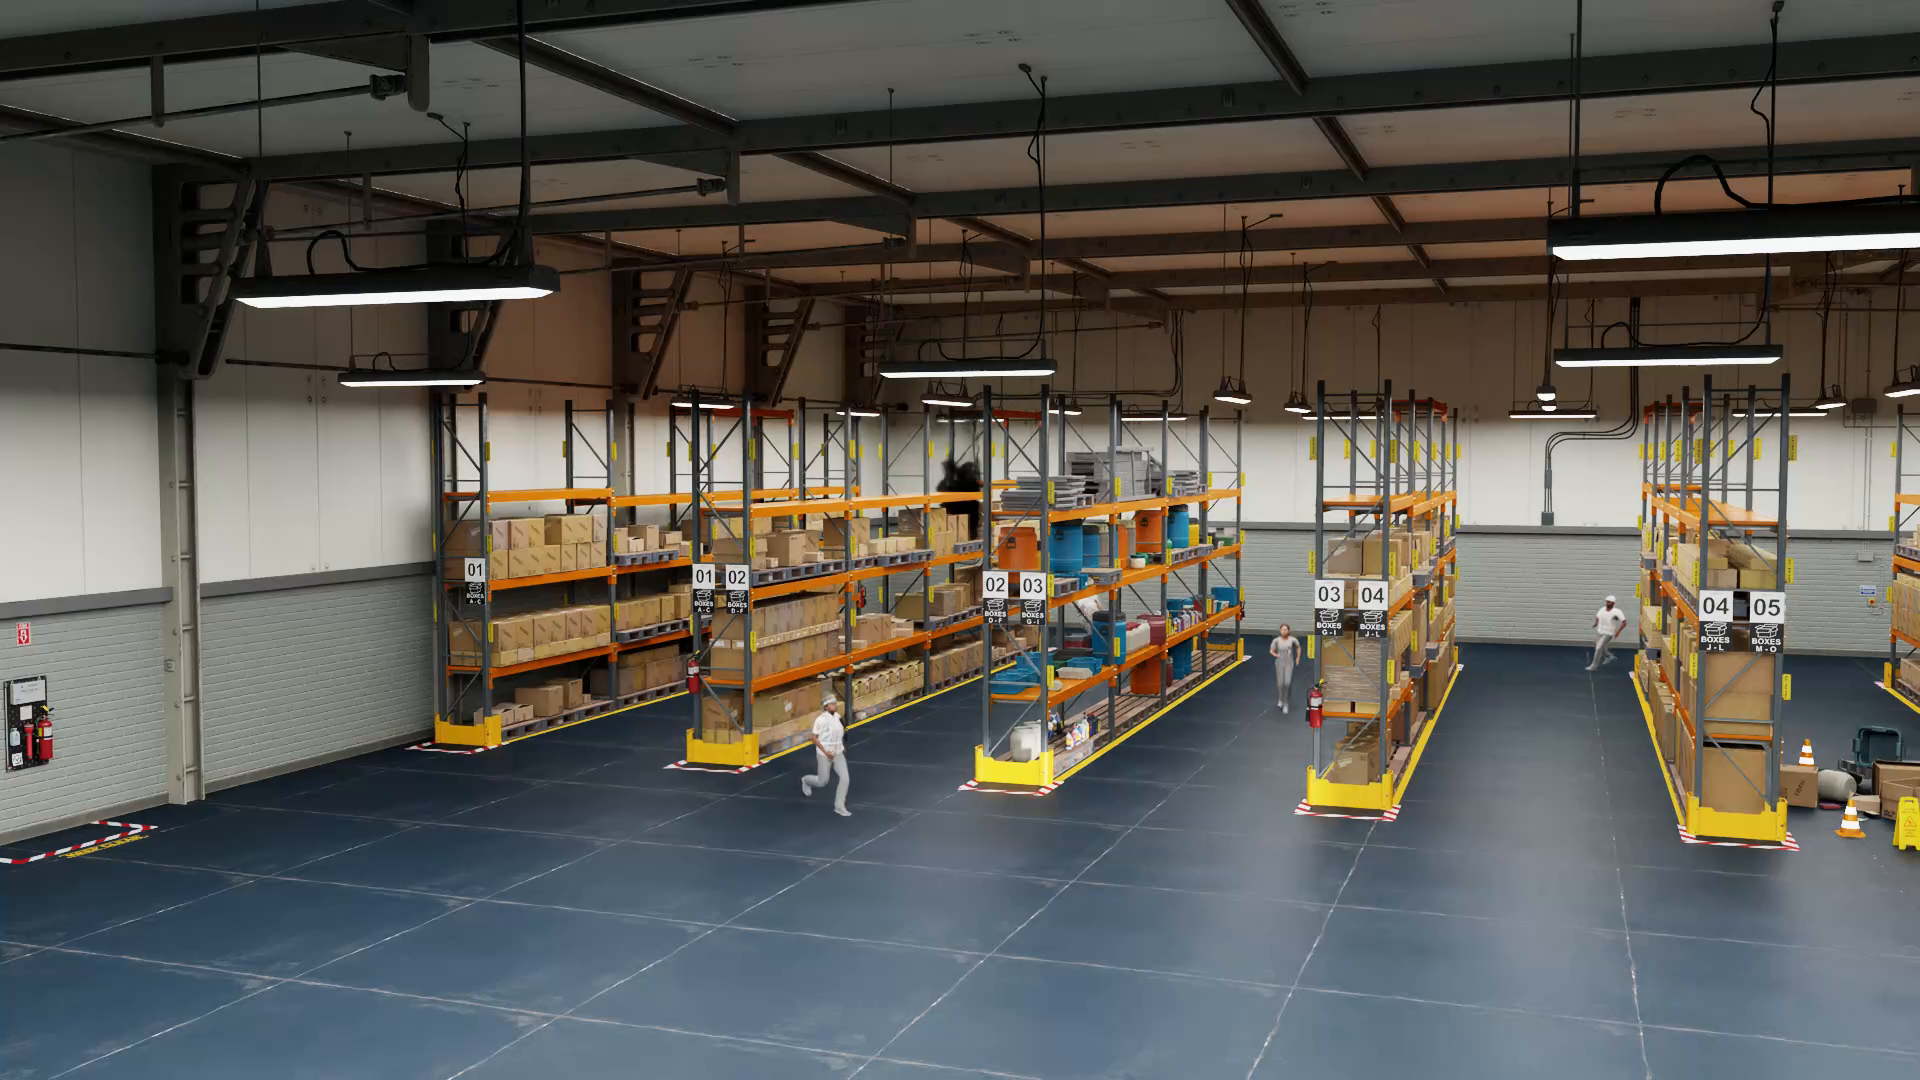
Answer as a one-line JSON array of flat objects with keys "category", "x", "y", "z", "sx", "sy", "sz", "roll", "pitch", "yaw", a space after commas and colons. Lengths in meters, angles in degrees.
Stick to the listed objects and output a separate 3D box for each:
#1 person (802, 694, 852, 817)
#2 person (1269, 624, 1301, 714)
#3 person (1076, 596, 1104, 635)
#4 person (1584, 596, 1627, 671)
[{"category": "person", "x": -1.826, "y": 2.962, "z": 23.090, "sx": 0.564, "sy": 1.680, "sz": 0.891, "roll": -3, "pitch": 4, "yaw": -43}, {"category": "person", "x": 6.270, "y": 2.454, "z": 32.105, "sx": 0.583, "sy": 1.696, "sz": 0.856, "roll": 1, "pitch": 3, "yaw": 14}, {"category": "person", "x": 3.217, "y": 1.965, "z": 41.172, "sx": 0.704, "sy": 1.714, "sz": 0.603, "roll": -1, "pitch": 3, "yaw": -19}, {"category": "person", "x": 14.713, "y": 2.123, "z": 37.831, "sx": 0.919, "sy": 1.718, "sz": 0.765, "roll": -1, "pitch": 3, "yaw": -26}]
